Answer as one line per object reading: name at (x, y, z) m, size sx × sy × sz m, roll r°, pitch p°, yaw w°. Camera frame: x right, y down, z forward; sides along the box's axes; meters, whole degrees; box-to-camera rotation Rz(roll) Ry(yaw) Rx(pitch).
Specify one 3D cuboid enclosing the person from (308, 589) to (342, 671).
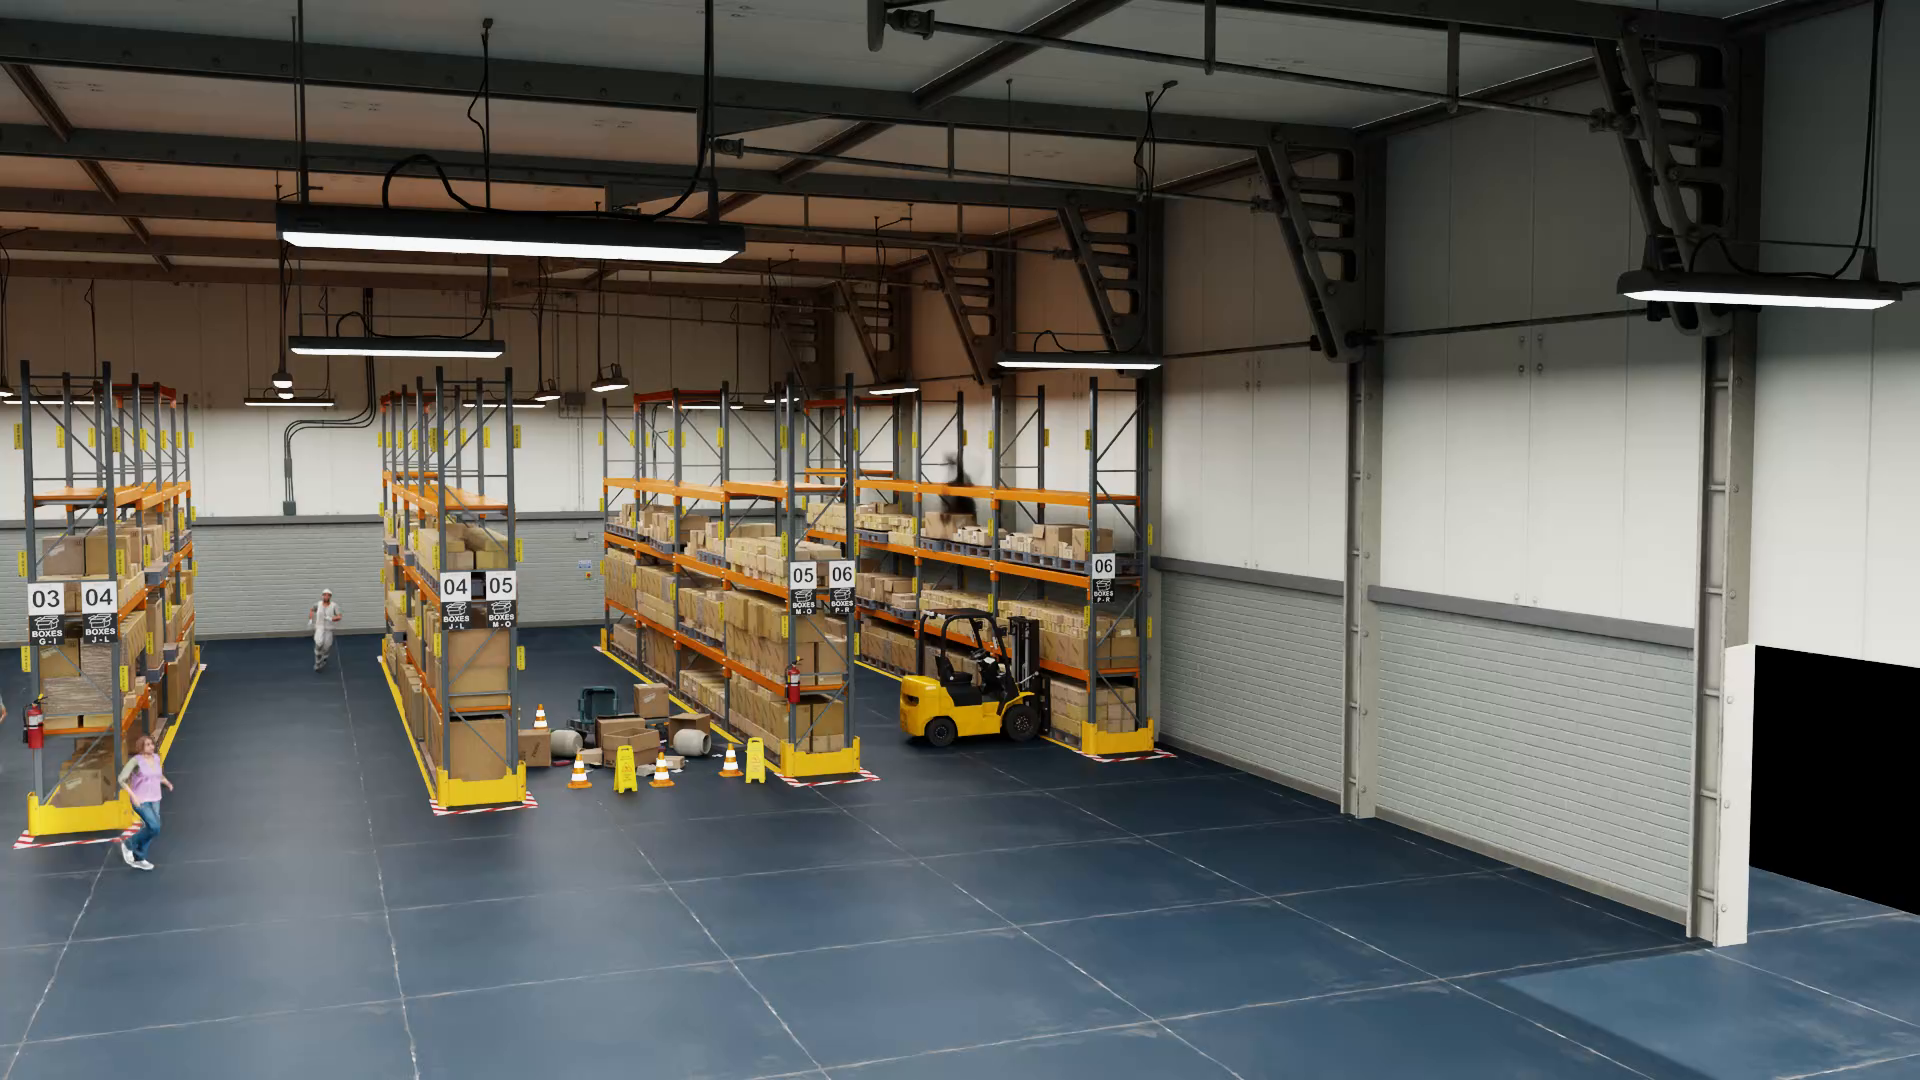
person at (-13.737, 1.933, 35.983) m, size 0.675 × 1.734 × 0.716 m, roll -1°, pitch 4°, yaw -22°

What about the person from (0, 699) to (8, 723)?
person at (-13.864, 2.771, 23.664) m, size 0.561 × 1.639 × 0.600 m, roll -1°, pitch 4°, yaw -19°

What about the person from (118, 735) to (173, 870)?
person at (-9.445, 3.059, 19.387) m, size 0.511 × 1.568 × 0.521 m, roll 1°, pitch 4°, yaw 18°
